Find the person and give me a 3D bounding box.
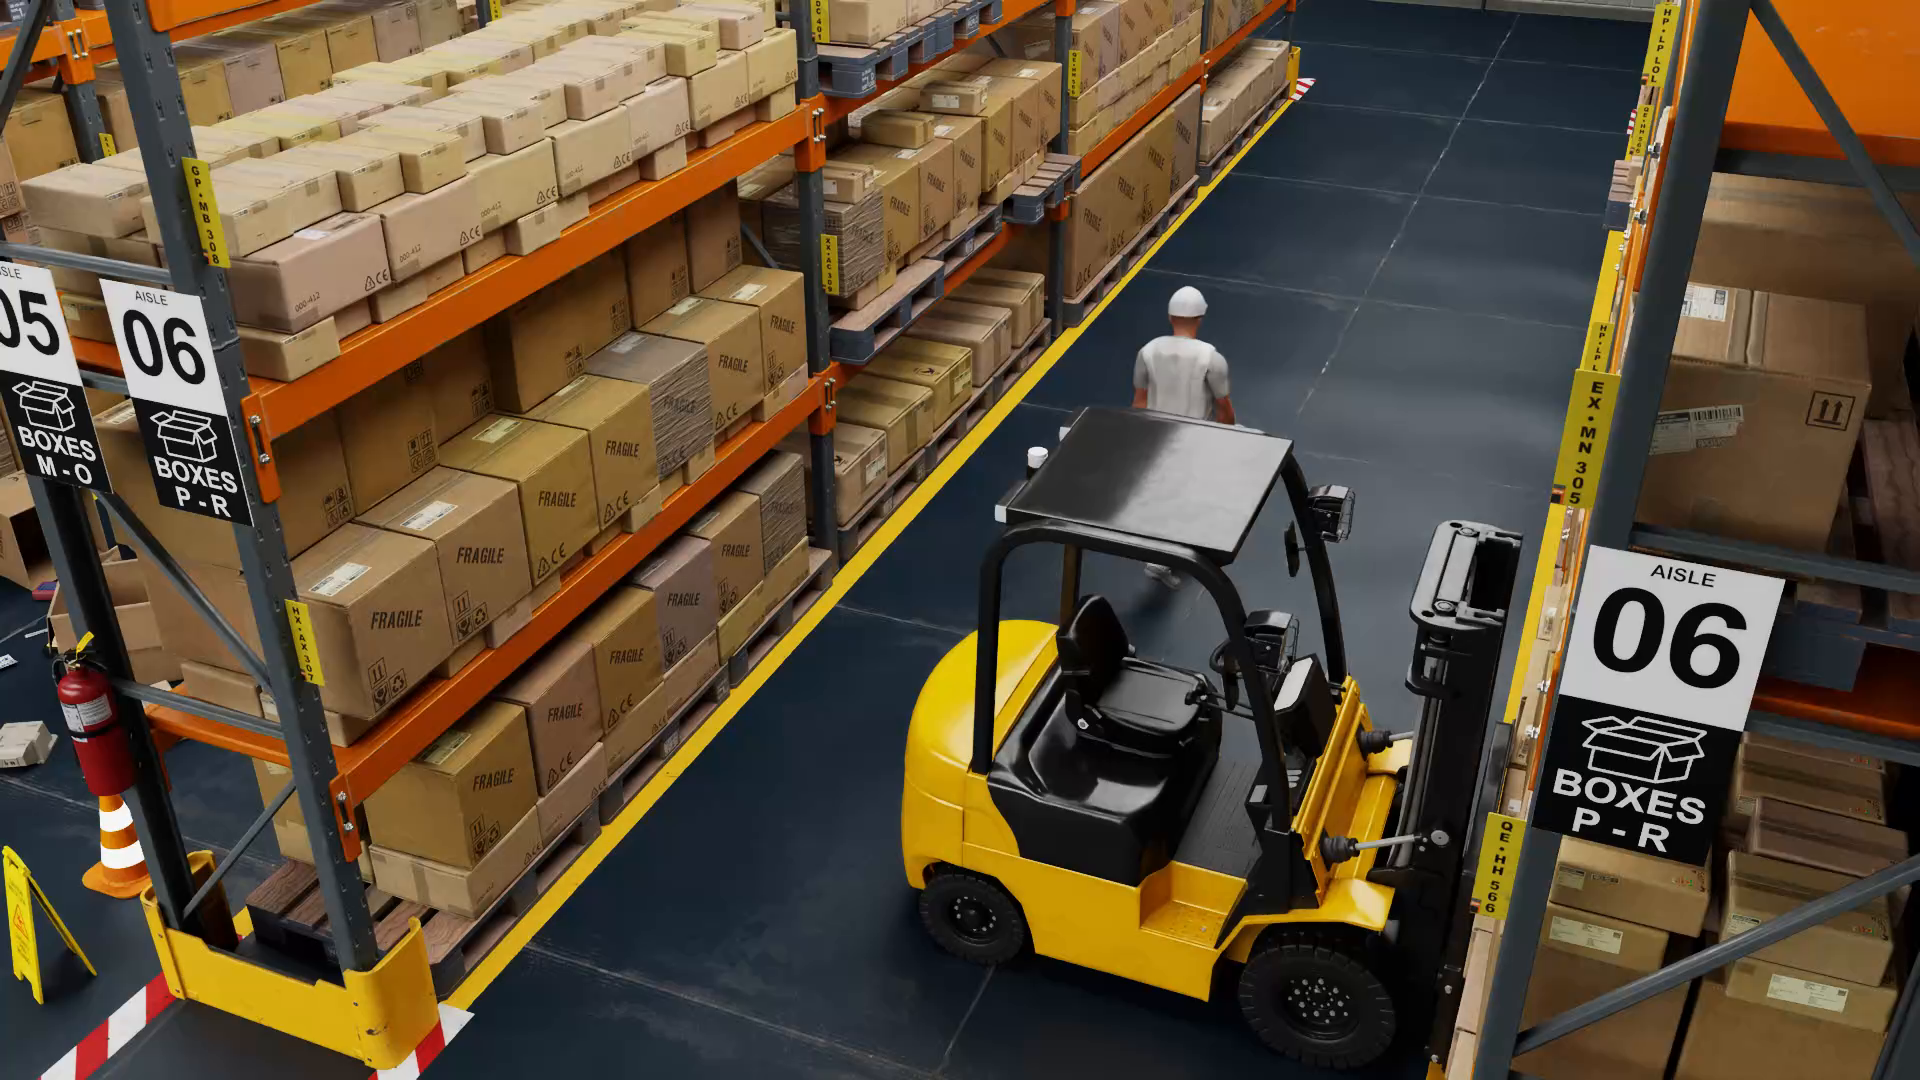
[{"bbox_3d":[1.231,-0.550,9.354,0.554,1.770,0.869,17,34,27],"label":"person"}]
